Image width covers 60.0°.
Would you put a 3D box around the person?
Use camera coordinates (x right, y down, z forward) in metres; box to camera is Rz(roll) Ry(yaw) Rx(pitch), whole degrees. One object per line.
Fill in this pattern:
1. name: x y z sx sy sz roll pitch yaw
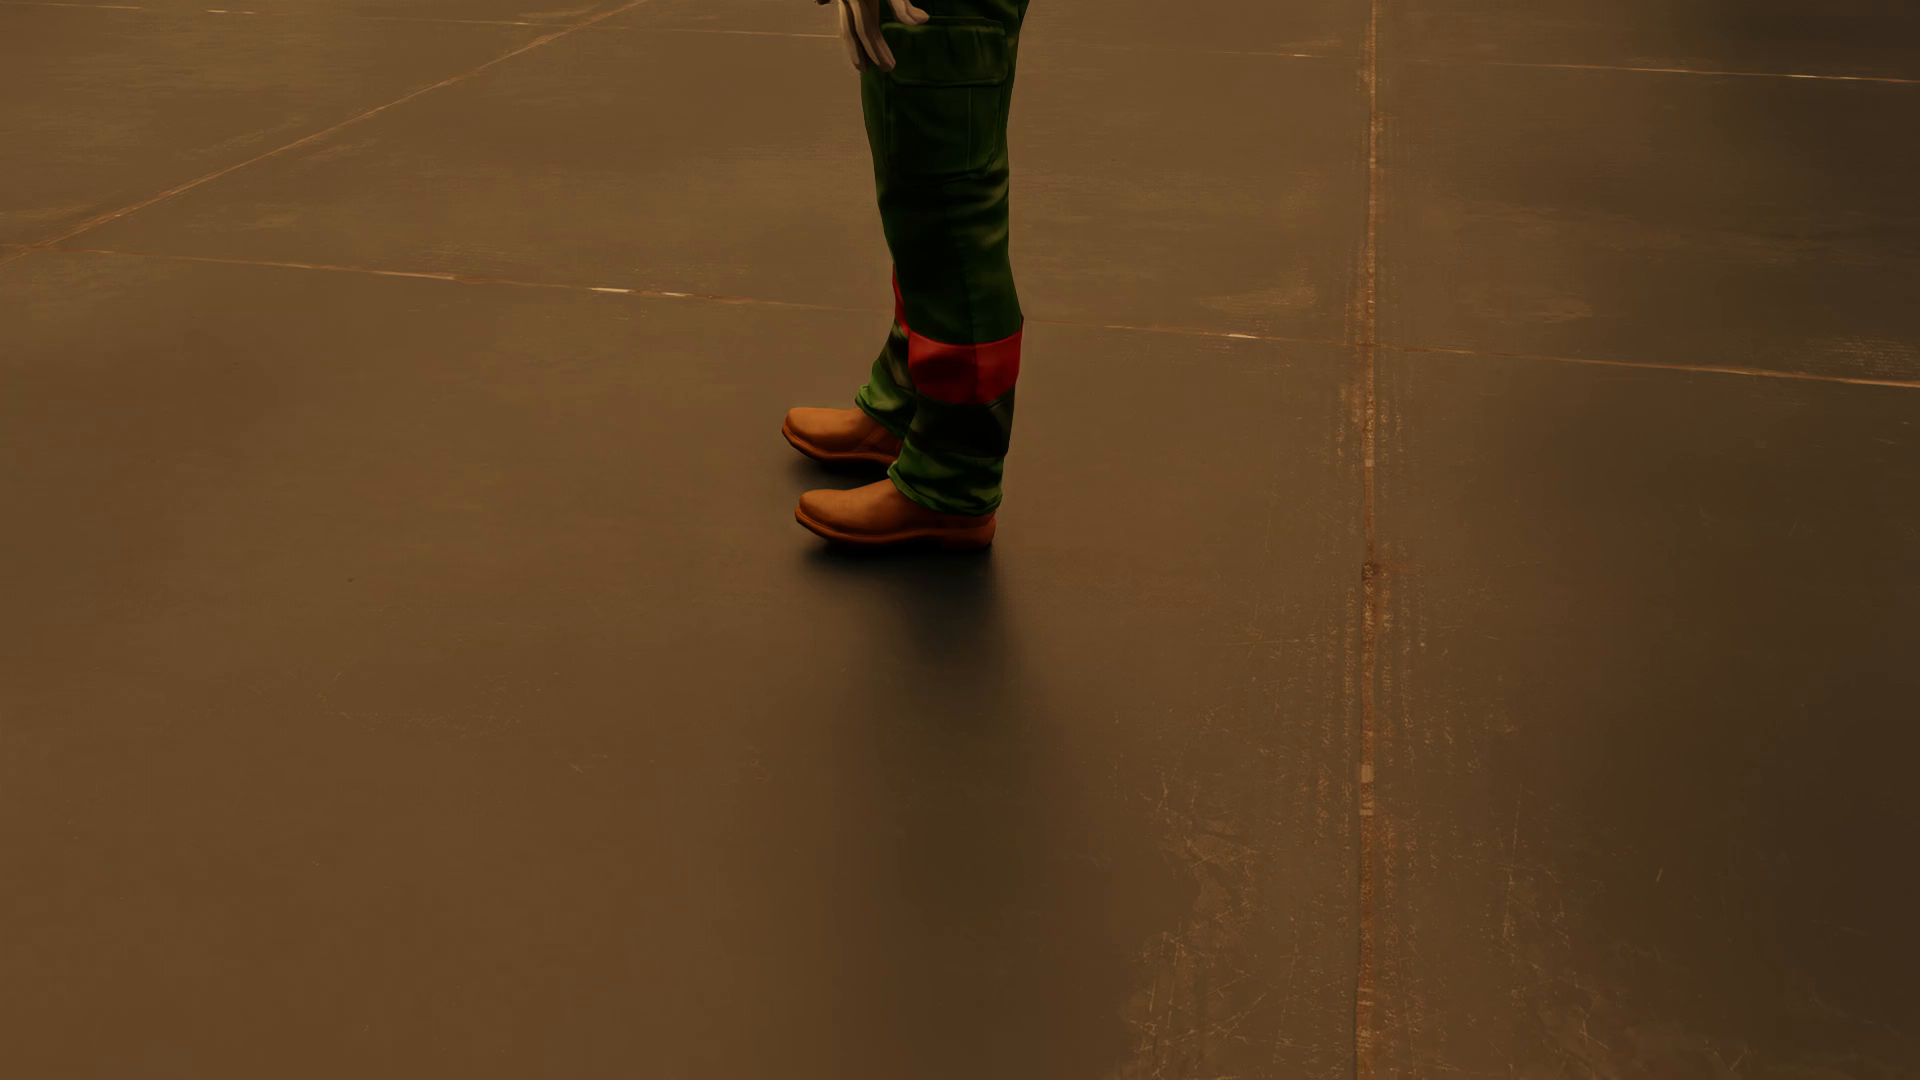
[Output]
1. person: -0.076 -0.817 2.121 0.562 1.785 0.637 6 27 11
